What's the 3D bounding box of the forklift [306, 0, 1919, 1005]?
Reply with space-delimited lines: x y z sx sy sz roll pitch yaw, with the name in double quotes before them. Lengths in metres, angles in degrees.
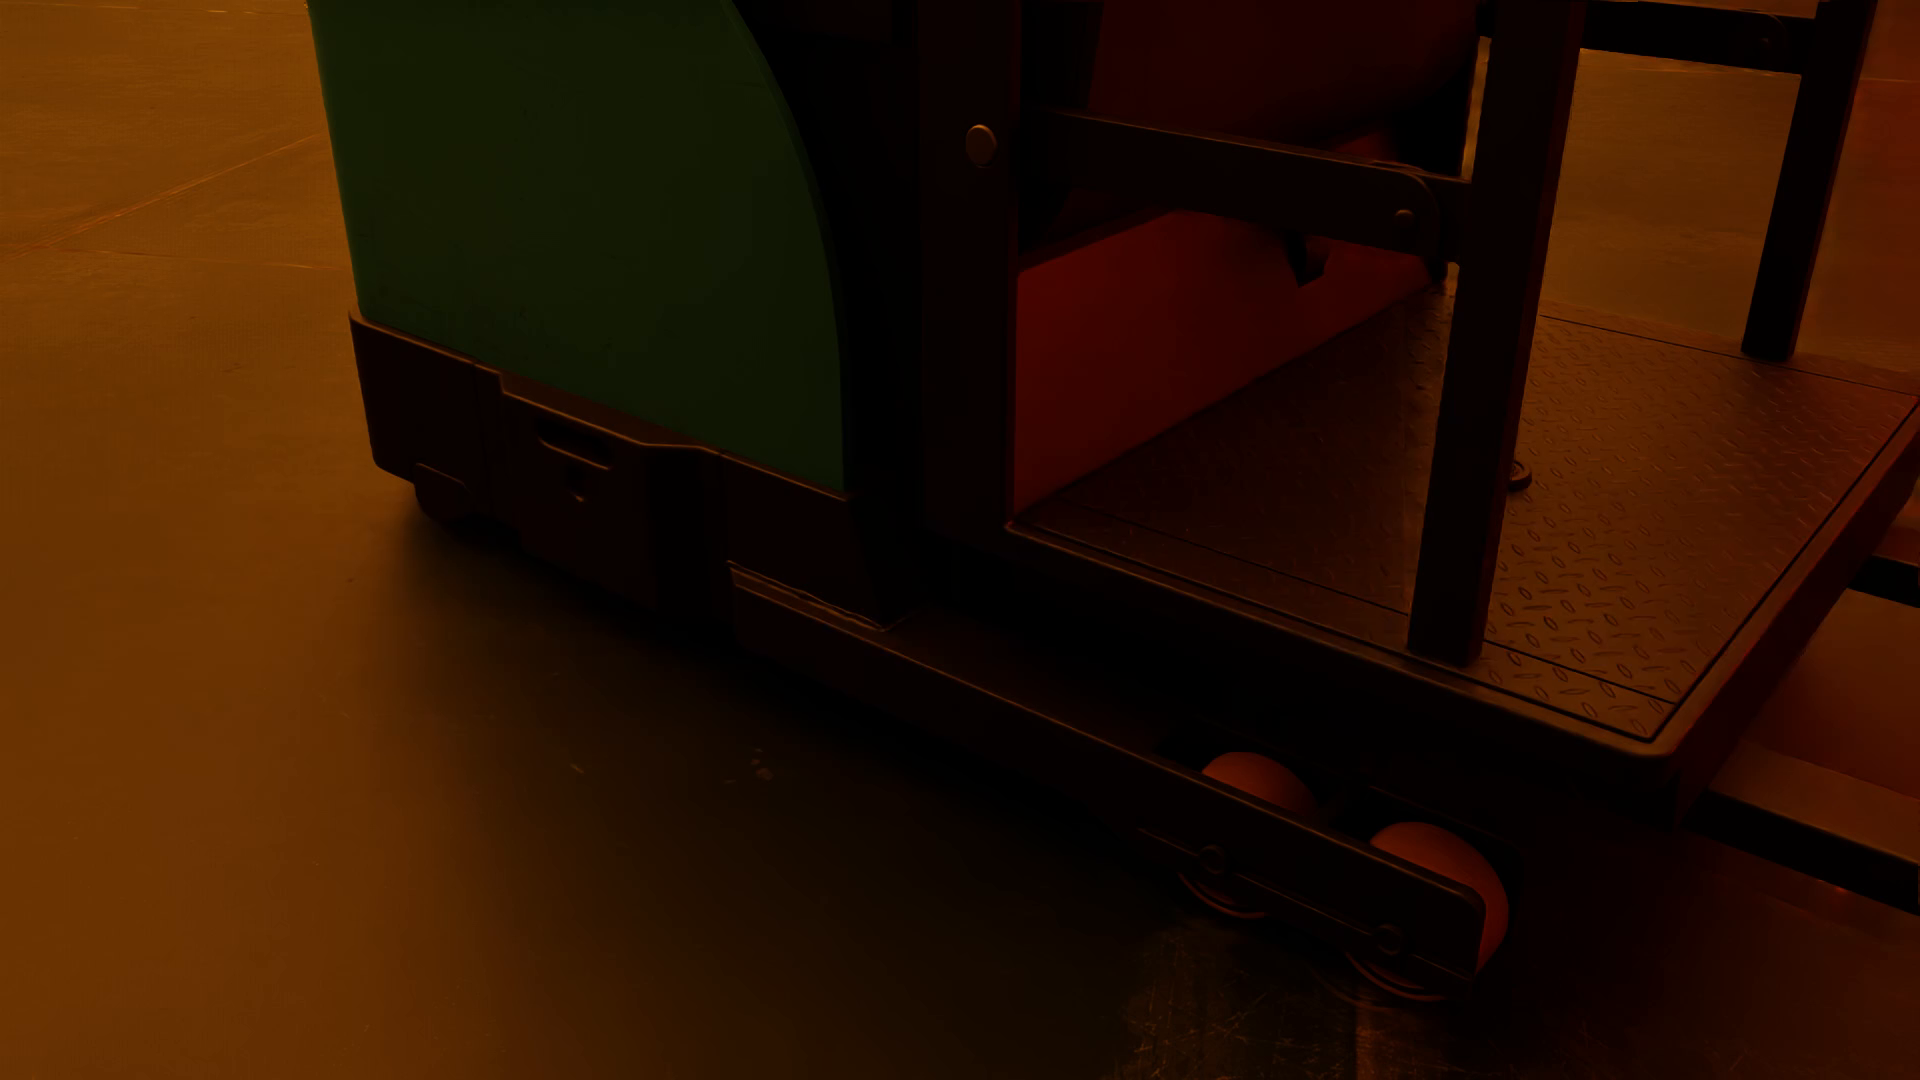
"forklift" 0.541 -1.133 1.492 3.031 2.935 1.130 20 33 34
